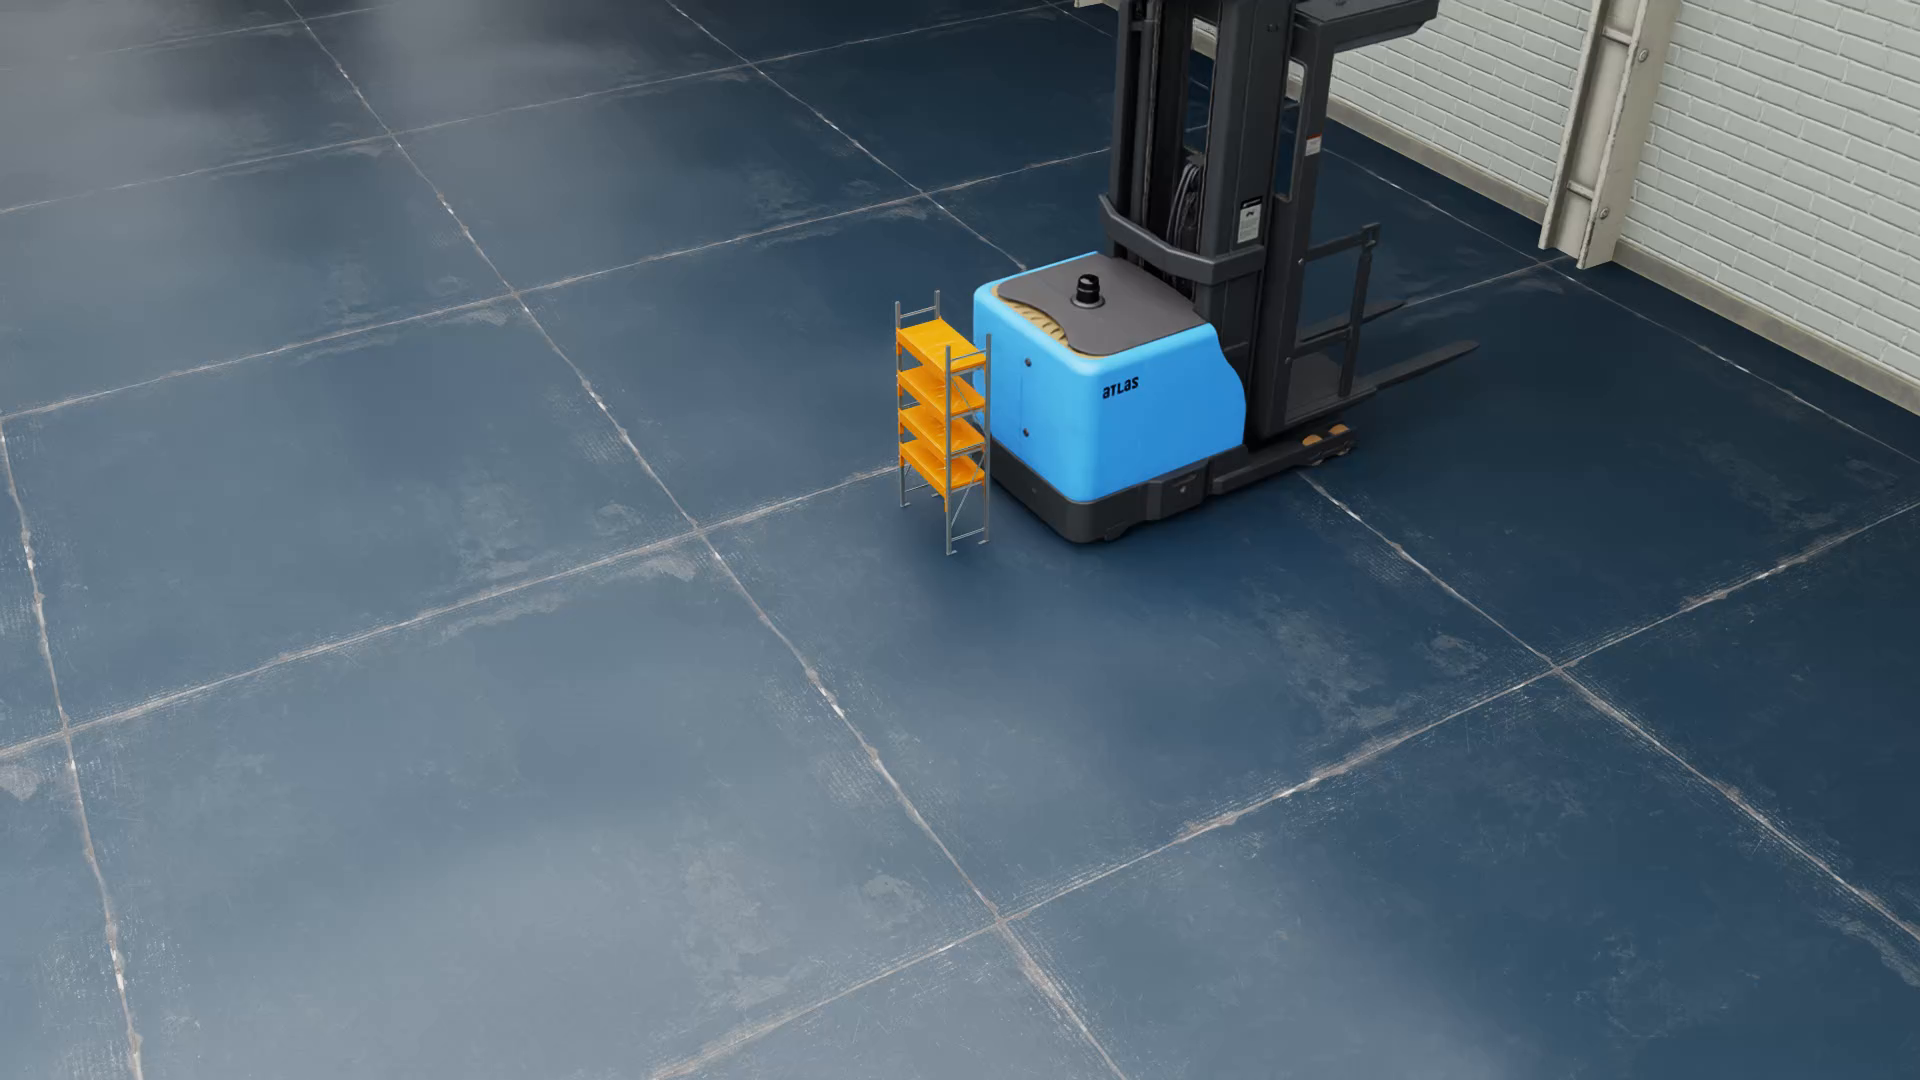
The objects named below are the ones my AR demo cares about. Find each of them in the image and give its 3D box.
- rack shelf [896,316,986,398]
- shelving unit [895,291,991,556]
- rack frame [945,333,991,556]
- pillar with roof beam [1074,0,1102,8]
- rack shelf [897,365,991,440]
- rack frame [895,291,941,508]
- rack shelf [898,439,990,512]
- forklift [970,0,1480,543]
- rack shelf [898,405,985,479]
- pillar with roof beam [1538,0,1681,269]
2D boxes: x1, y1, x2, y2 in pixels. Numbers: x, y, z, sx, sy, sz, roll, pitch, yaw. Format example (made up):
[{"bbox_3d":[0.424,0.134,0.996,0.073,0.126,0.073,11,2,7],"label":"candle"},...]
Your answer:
[{"bbox_3d":[-0.083,-0.886,8.007,0.258,0.148,0.480,-19,40,-24],"label":"rack shelf"},{"bbox_3d":[-0.083,-0.569,8.239,0.258,1.200,0.503,-19,40,-24],"label":"shelving unit"},{"bbox_3d":[0.039,-0.445,8.069,0.240,1.200,0.015,-19,40,-24],"label":"rack frame"},{"bbox_3d":[-2.623,-7.337,10.894,9.100,9.000,0.400,-19,40,-24],"label":"pillar with roof beam"},{"bbox_3d":[-0.083,-0.695,8.147,0.258,0.148,0.480,-19,40,-24],"label":"rack shelf"},{"bbox_3d":[-0.206,-0.693,8.409,0.240,1.200,0.015,-19,40,-24],"label":"rack frame"},{"bbox_3d":[-0.083,-0.354,8.396,0.258,0.148,0.480,-19,40,-24],"label":"rack shelf"},{"bbox_3d":[1.572,-1.828,8.496,3.031,2.935,1.130,-21,41,-26],"label":"forklift"},{"bbox_3d":[-0.083,-0.515,8.279,0.258,0.148,0.480,-19,40,-24],"label":"rack shelf"},{"bbox_3d":[0.392,-4.278,6.705,9.100,9.000,0.400,-19,40,-24],"label":"pillar with roof beam"}]
